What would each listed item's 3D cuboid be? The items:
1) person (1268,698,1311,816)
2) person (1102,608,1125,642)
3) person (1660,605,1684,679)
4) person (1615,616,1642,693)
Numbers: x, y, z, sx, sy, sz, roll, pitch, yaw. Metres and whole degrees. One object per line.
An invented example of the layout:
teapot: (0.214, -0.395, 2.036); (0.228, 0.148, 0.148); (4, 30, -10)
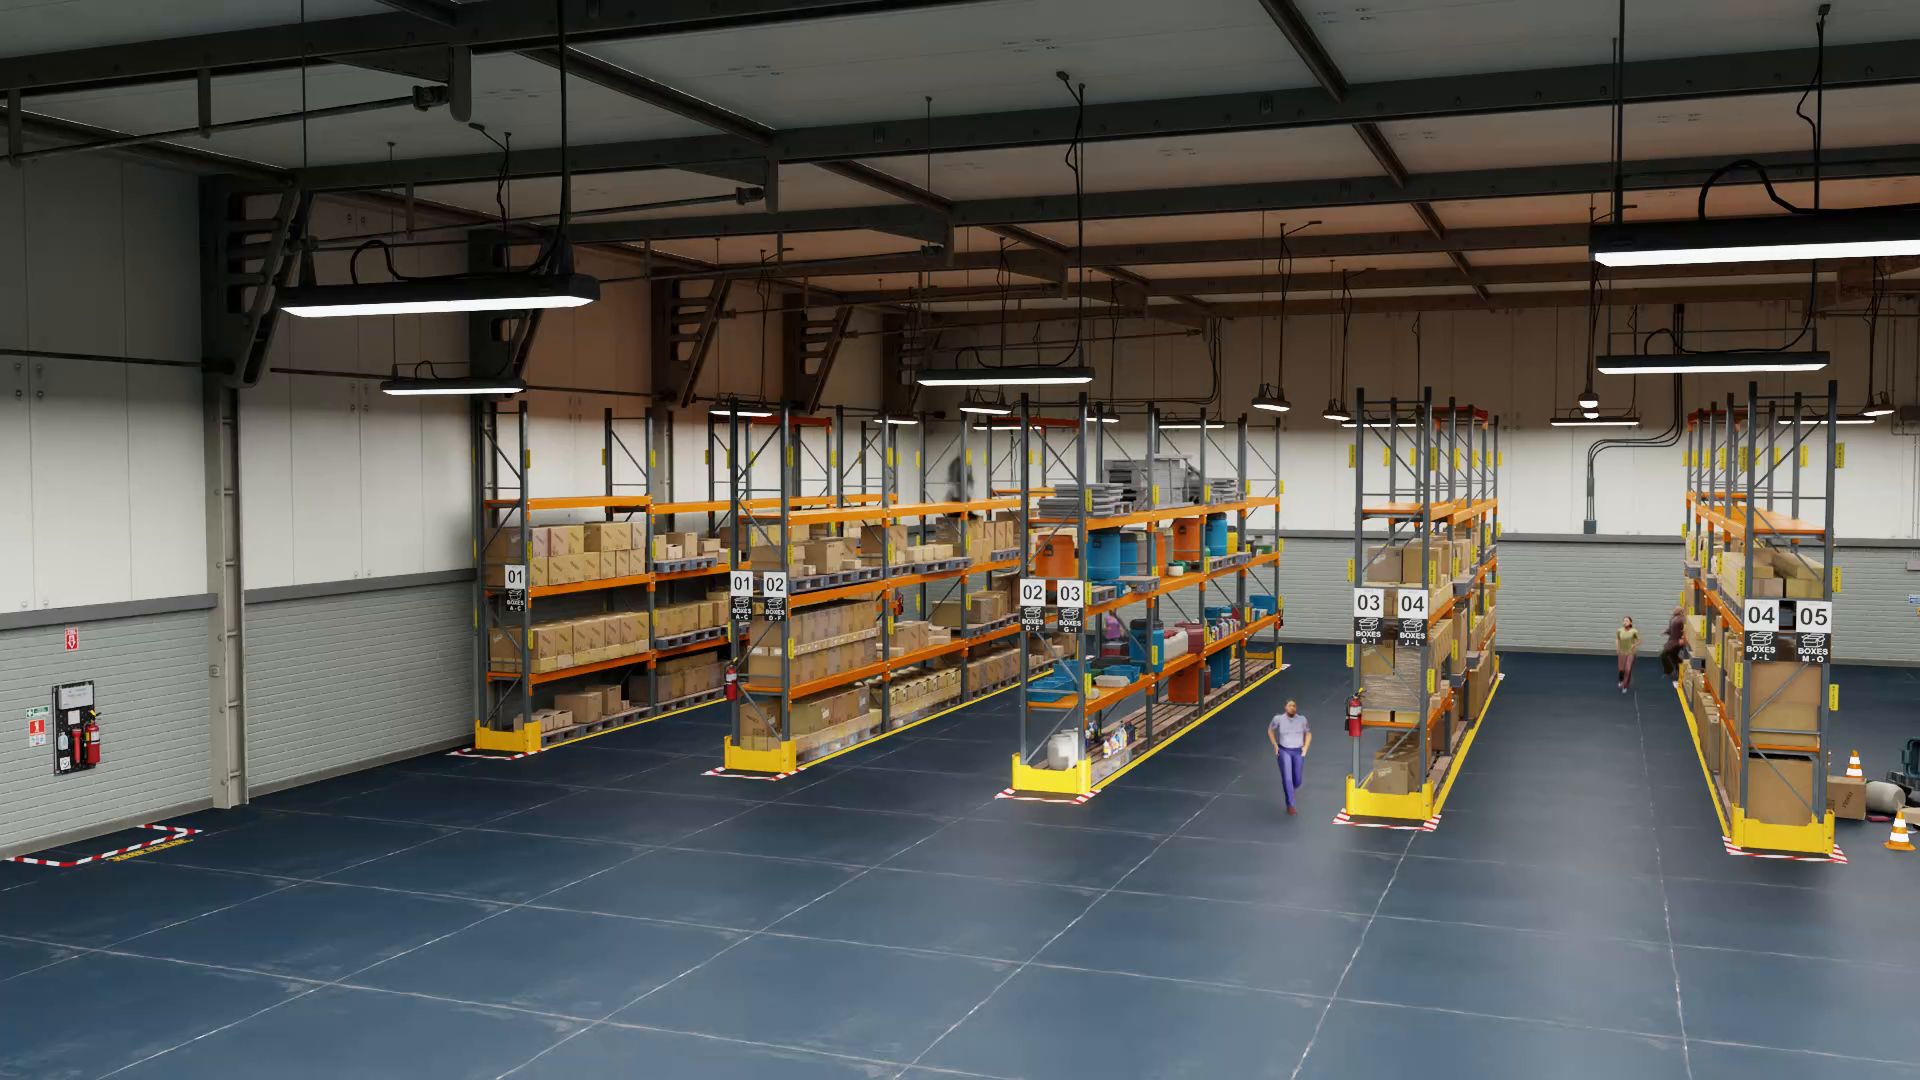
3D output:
person: (4.700, 3.056, 23.717); (0.599, 1.632, 0.799); (0, 3, 0)
person: (3.564, 2.318, 38.757); (0.508, 1.626, 0.686); (1, 3, 14)
person: (16.218, 2.333, 37.644); (0.682, 1.769, 0.829); (0, 3, 7)
person: (14.328, 2.455, 35.694); (0.569, 1.637, 0.565); (2, 3, 31)
